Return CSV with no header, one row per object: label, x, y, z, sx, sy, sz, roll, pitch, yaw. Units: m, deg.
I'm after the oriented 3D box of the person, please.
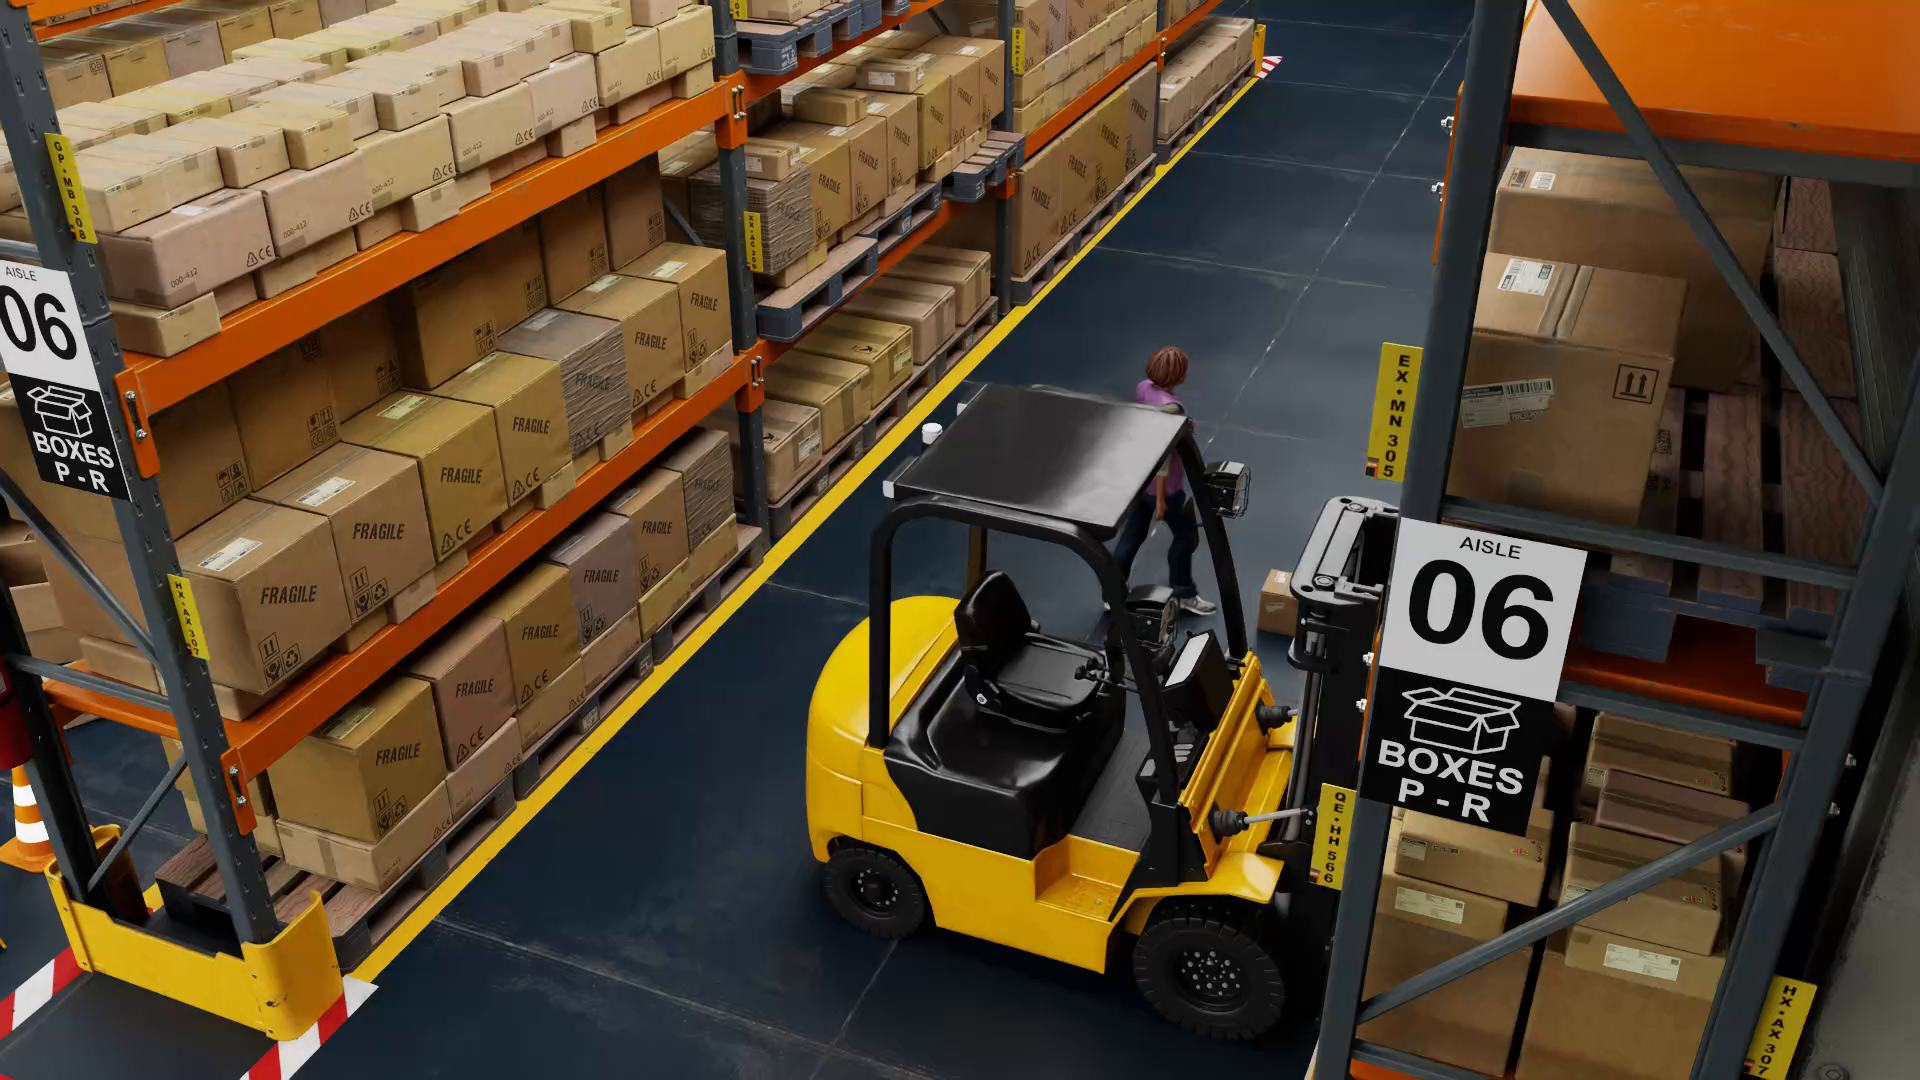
person,1.089,-0.312,8.924,0.625,1.610,0.446,-11,32,-18
